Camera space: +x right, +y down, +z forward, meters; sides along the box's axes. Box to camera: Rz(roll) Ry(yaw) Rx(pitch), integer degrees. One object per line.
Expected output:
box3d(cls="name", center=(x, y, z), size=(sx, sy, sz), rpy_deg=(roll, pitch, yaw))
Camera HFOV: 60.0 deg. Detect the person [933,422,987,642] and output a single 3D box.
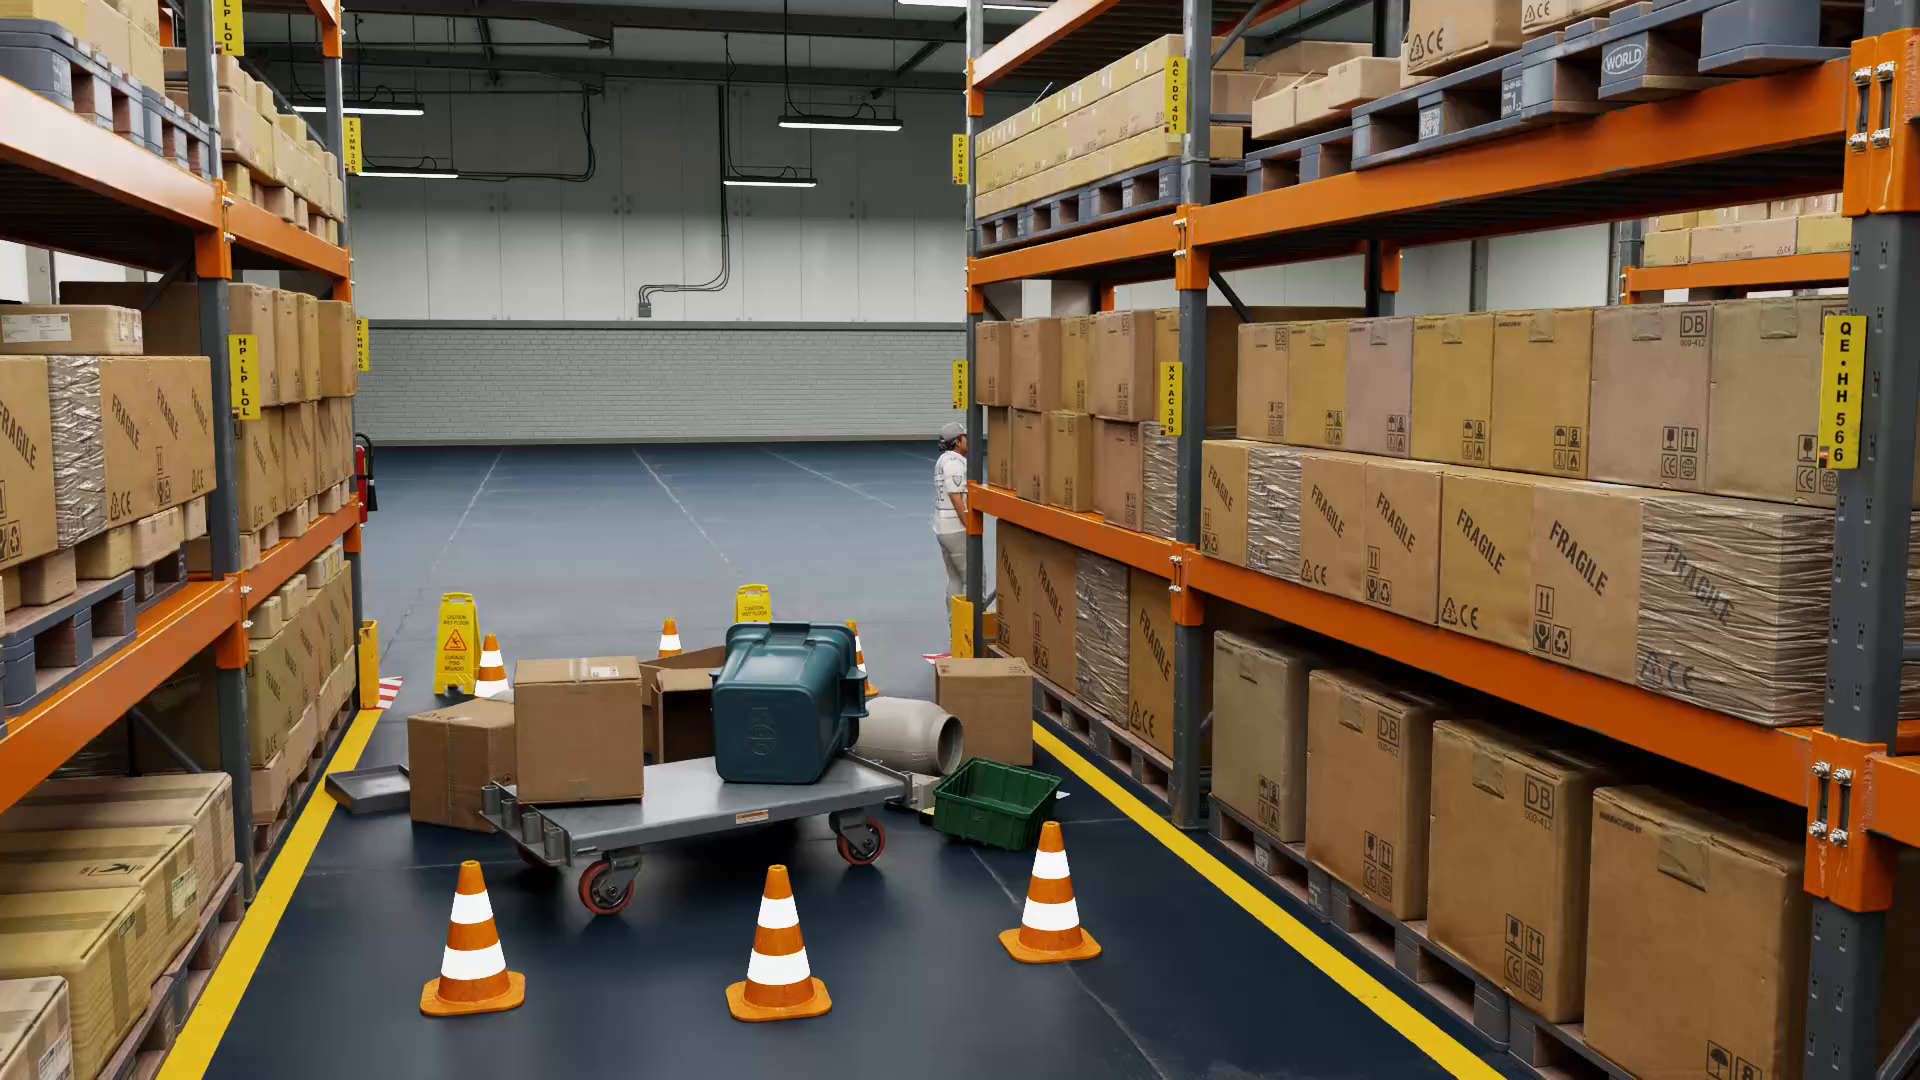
box3d(cls="person", center=(0.076, -0.047, 12.493), size=(0.529, 1.671, 0.599), rpy_deg=(-1, 6, -12))
